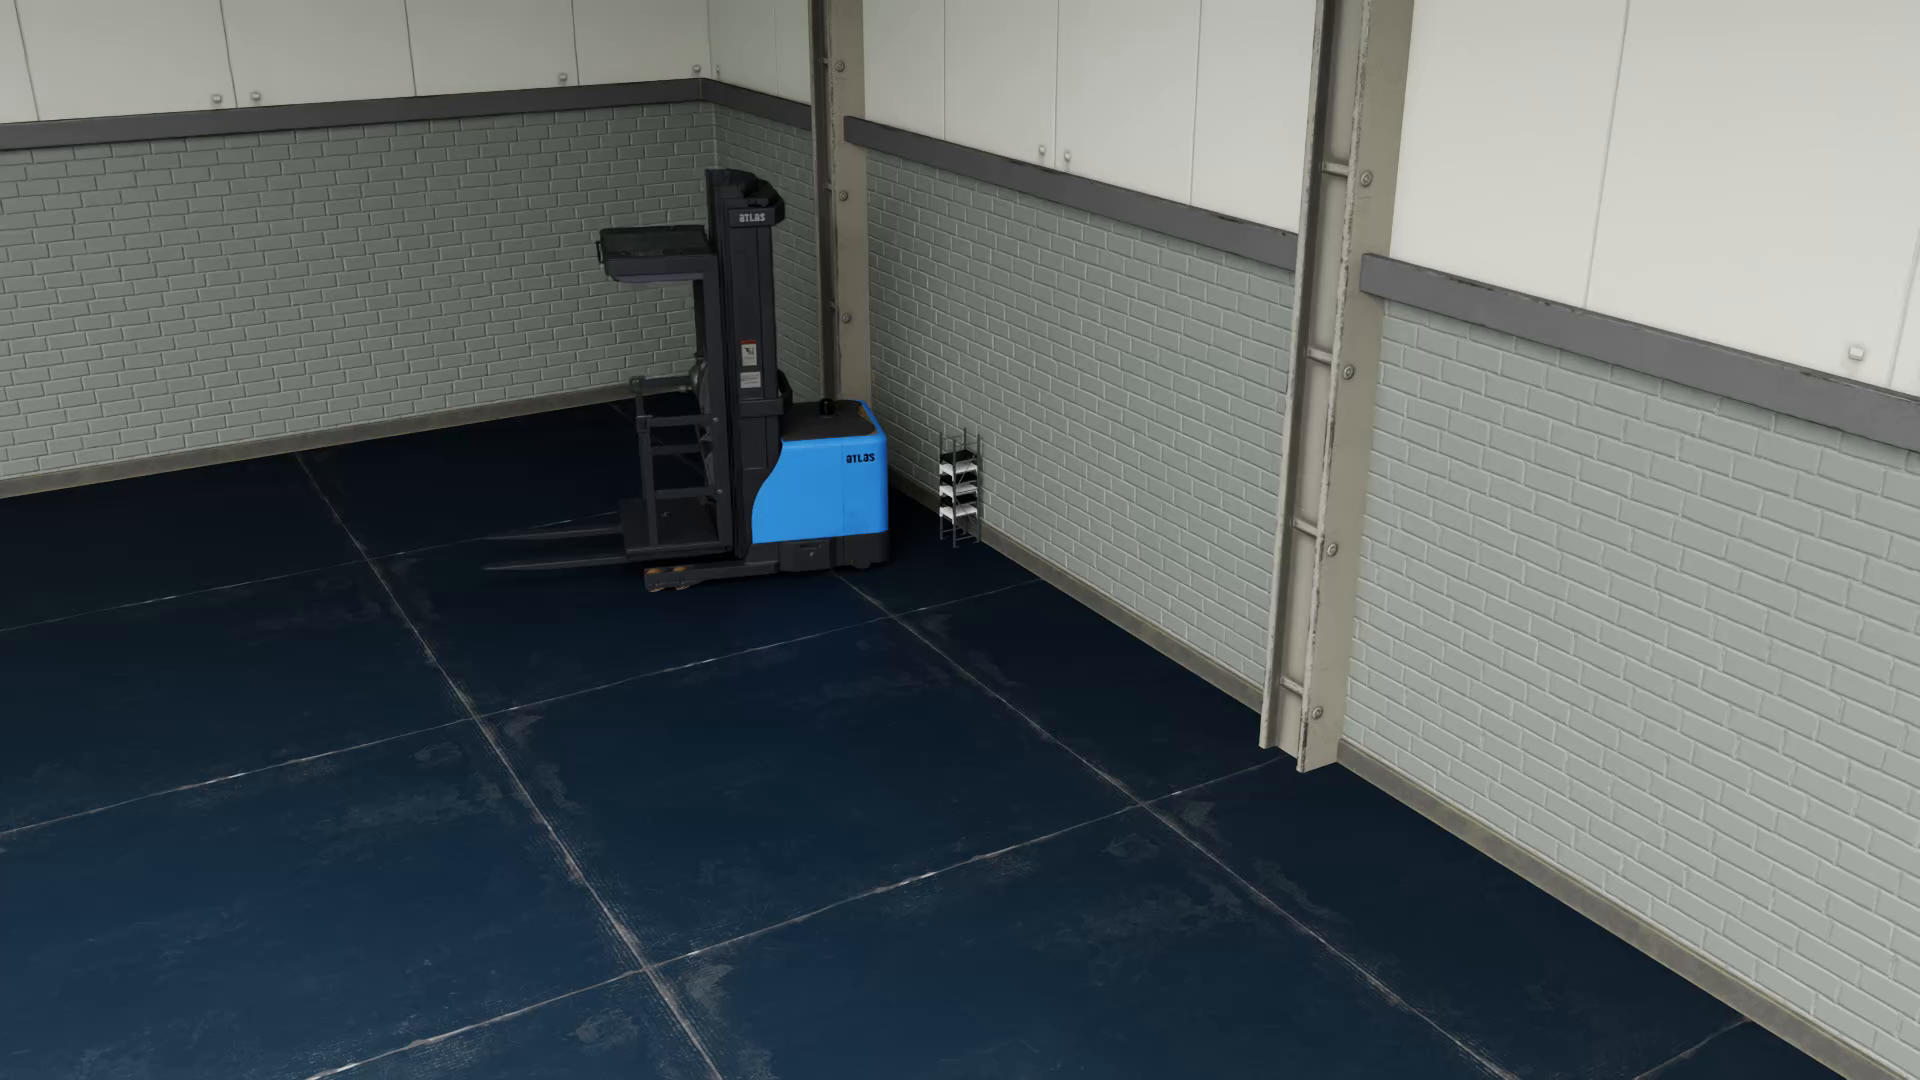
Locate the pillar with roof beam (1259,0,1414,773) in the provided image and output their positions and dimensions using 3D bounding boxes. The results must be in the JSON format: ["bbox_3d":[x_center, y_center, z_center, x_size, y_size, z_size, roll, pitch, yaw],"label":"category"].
[{"bbox_3d":[-1.640,-2.050,6.372,9.100,9.000,0.400,-13,25,-28],"label":"pillar with roof beam"}]

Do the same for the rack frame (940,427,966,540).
[{"bbox_3d":[-0.055,-0.445,13.178,0.240,0.900,0.006,-13,25,-29],"label":"rack frame"}]

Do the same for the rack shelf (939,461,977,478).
[{"bbox_3d":[-0.002,-0.548,13.042,0.258,0.077,0.200,-13,25,-29],"label":"rack shelf"}]

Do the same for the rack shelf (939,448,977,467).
[{"bbox_3d":[-0.002,-0.631,13.008,0.258,0.077,0.200,-13,25,-29],"label":"rack shelf"}]

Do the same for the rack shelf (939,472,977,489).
[{"bbox_3d":[-0.002,-0.465,13.076,0.258,0.077,0.200,-13,25,-29],"label":"rack shelf"}]

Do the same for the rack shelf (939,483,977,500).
[{"bbox_3d":[-0.002,-0.381,13.110,0.258,0.077,0.200,-13,25,-29],"label":"rack shelf"}]

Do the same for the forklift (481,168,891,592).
[{"bbox_3d":[-2.102,-1.192,12.319,3.031,2.935,1.130,-5,23,-12],"label":"forklift"}]

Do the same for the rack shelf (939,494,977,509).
[{"bbox_3d":[-0.002,-0.298,13.144,0.258,0.077,0.200,-13,25,-29],"label":"rack shelf"}]

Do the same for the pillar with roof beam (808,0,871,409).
[{"bbox_3d":[-4.705,-3.993,11.151,9.100,9.000,0.400,-13,25,-28],"label":"pillar with roof beam"}]

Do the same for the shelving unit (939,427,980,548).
[{"bbox_3d":[-0.002,-0.412,13.097,0.258,0.900,0.210,-13,25,-29],"label":"shelving unit"}]

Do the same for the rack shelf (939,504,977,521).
[{"bbox_3d":[-0.002,-0.214,13.178,0.258,0.077,0.200,-13,25,-29],"label":"rack shelf"}]

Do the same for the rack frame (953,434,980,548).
[{"bbox_3d":[0.051,-0.379,13.017,0.240,0.900,0.006,-13,25,-29],"label":"rack frame"}]
